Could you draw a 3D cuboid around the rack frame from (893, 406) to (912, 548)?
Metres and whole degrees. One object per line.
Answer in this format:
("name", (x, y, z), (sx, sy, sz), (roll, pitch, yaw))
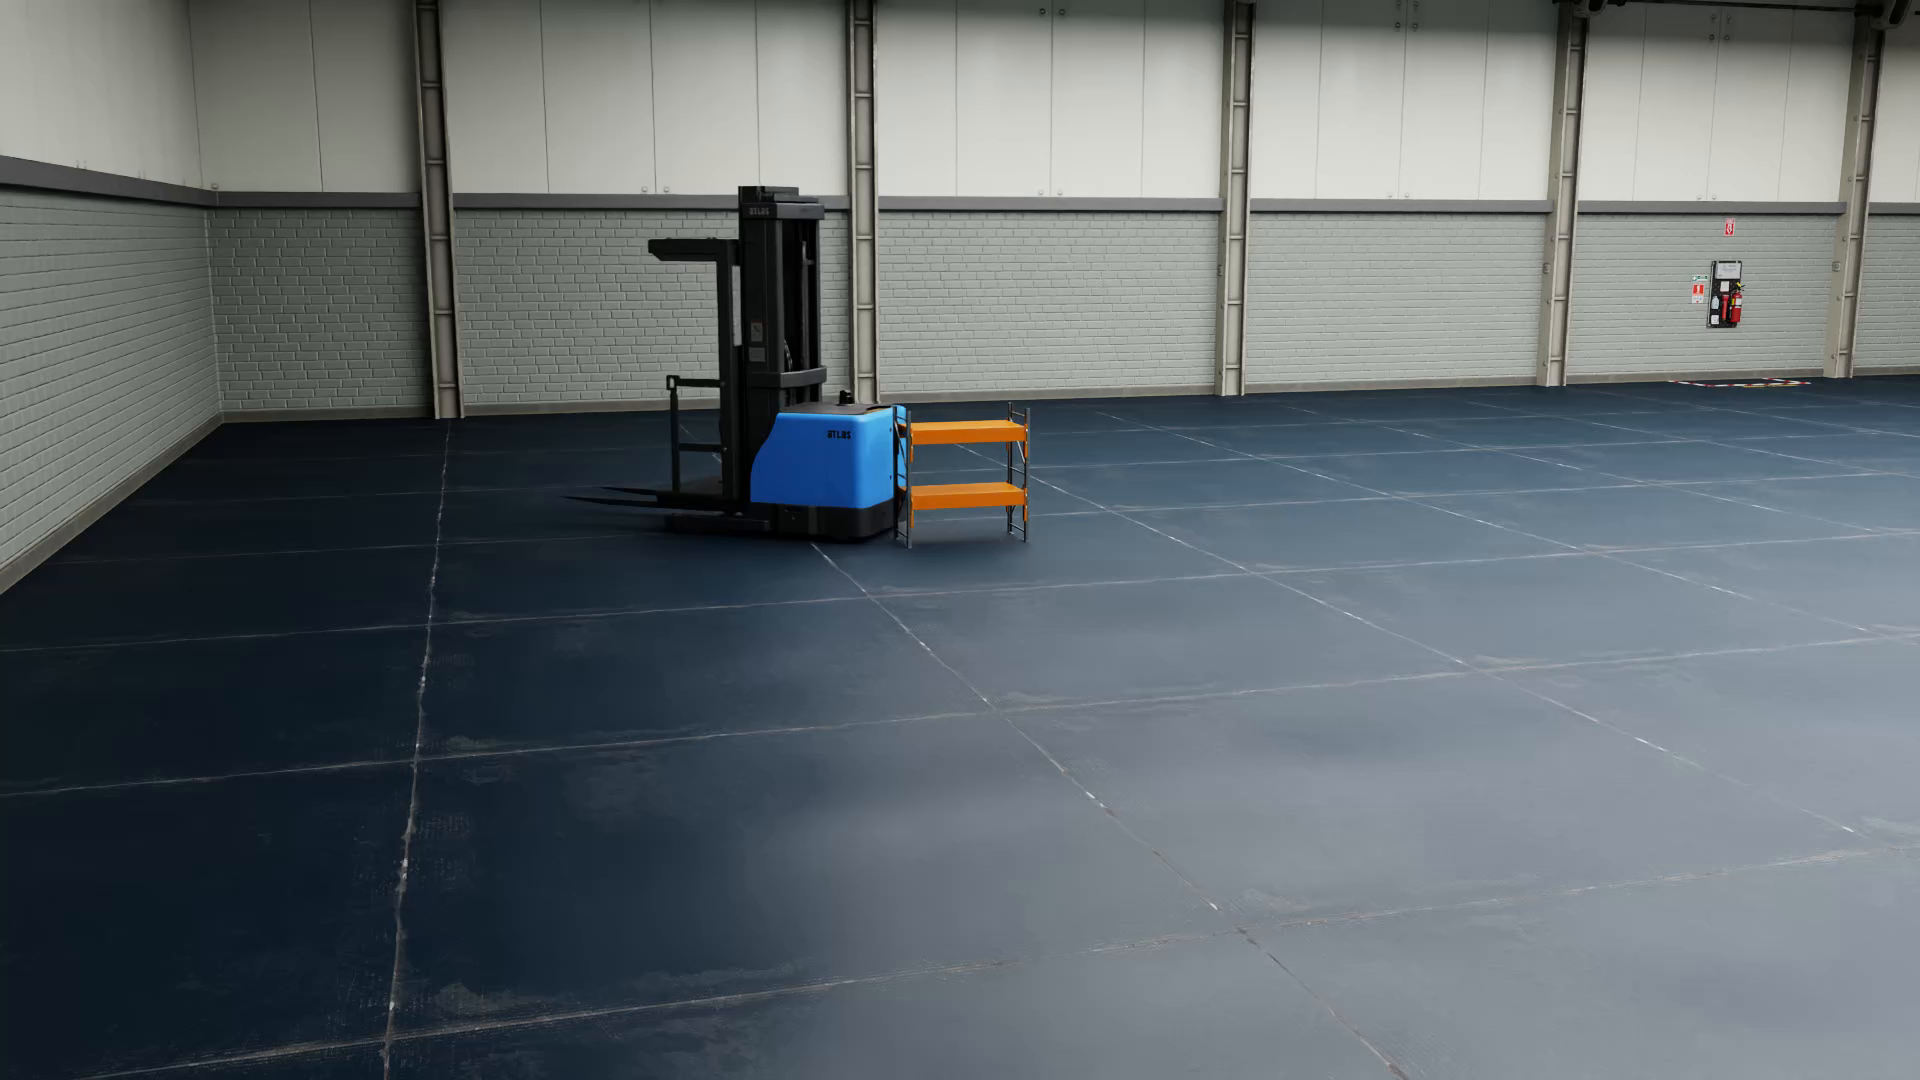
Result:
("rack frame", (-0.482, -0.528, 13.807), (0.032, 1.125, 0.500), (-3, 11, -16))

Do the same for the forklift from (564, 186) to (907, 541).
("forklift", (-2.021, -1.573, 14.493), (3.031, 2.935, 1.130), (4, 11, 20))

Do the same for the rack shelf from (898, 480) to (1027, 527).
("rack shelf", (0.006, -0.313, 13.991), (1.000, 0.278, 0.538), (-3, 11, -16))

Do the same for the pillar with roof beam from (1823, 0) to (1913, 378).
("pillar with roof beam", (17.052, -6.623, 25.168), (0.548, 9.000, 9.100), (-3, 11, -16))

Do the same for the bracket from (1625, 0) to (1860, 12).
("bracket", (13.059, -8.928, 27.745), (4.783, 0.066, 0.076), (-3, 11, -16))

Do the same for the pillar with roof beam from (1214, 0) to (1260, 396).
("pillar with roof beam", (5.530, -6.016, 21.870), (0.548, 9.000, 9.100), (-3, 11, -16))

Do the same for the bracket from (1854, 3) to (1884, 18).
("bracket", (15.549, -9.059, 28.458), (0.430, 0.232, 0.235), (-3, 11, -16))

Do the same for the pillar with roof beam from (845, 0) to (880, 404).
("pillar with roof beam", (-0.231, -5.712, 20.221), (0.400, 9.000, 9.100), (-3, 11, -16))

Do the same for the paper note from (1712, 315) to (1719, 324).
("paper note", (13.276, -3.872, 29.230), (0.142, 0.148, 0.016), (-3, 11, -16))

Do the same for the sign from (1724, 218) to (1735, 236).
("sign", (13.429, -5.460, 29.015), (0.199, 0.298, 0.001), (-3, 11, -16))

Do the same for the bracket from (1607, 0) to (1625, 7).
("bracket", (10.585, -8.797, 27.037), (0.430, 0.232, 0.235), (-3, 11, -16))

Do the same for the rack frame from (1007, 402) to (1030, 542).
("rack frame", (0.495, -0.579, 14.086), (0.032, 1.125, 0.500), (-3, 11, -16))

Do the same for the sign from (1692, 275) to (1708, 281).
("sign", (12.912, -4.569, 29.020), (0.331, 0.109, 0.001), (-3, 11, -16))

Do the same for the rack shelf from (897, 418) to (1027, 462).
("rack shelf", (0.006, -0.841, 13.894), (1.000, 0.278, 0.538), (-3, 11, -16))

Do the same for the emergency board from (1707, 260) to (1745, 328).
("emergency board", (13.465, -4.303, 29.133), (0.643, 1.169, 0.194), (-3, 11, -16))

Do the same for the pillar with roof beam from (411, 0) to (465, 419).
("pillar with roof beam", (-5.992, -5.409, 18.571), (0.400, 9.000, 9.100), (-3, 11, -16))

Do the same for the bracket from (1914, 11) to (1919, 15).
("bracket", (18.820, -9.231, 29.395), (4.783, 0.066, 0.076), (-3, 11, -16))

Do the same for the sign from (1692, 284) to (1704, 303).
("sign", (12.905, -4.310, 29.076), (0.234, 0.329, 0.001), (-3, 11, -16))

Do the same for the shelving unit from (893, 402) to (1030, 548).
("shelving unit", (0.006, -0.554, 13.947), (1.048, 1.125, 0.538), (-3, 11, -16))

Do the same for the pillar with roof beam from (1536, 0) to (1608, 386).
("pillar with roof beam", (11.291, -6.319, 23.519), (0.548, 9.000, 9.100), (-3, 11, -16))

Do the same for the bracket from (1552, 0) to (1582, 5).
("bracket", (9.788, -8.755, 26.809), (0.430, 0.232, 0.235), (-3, 11, -16))
